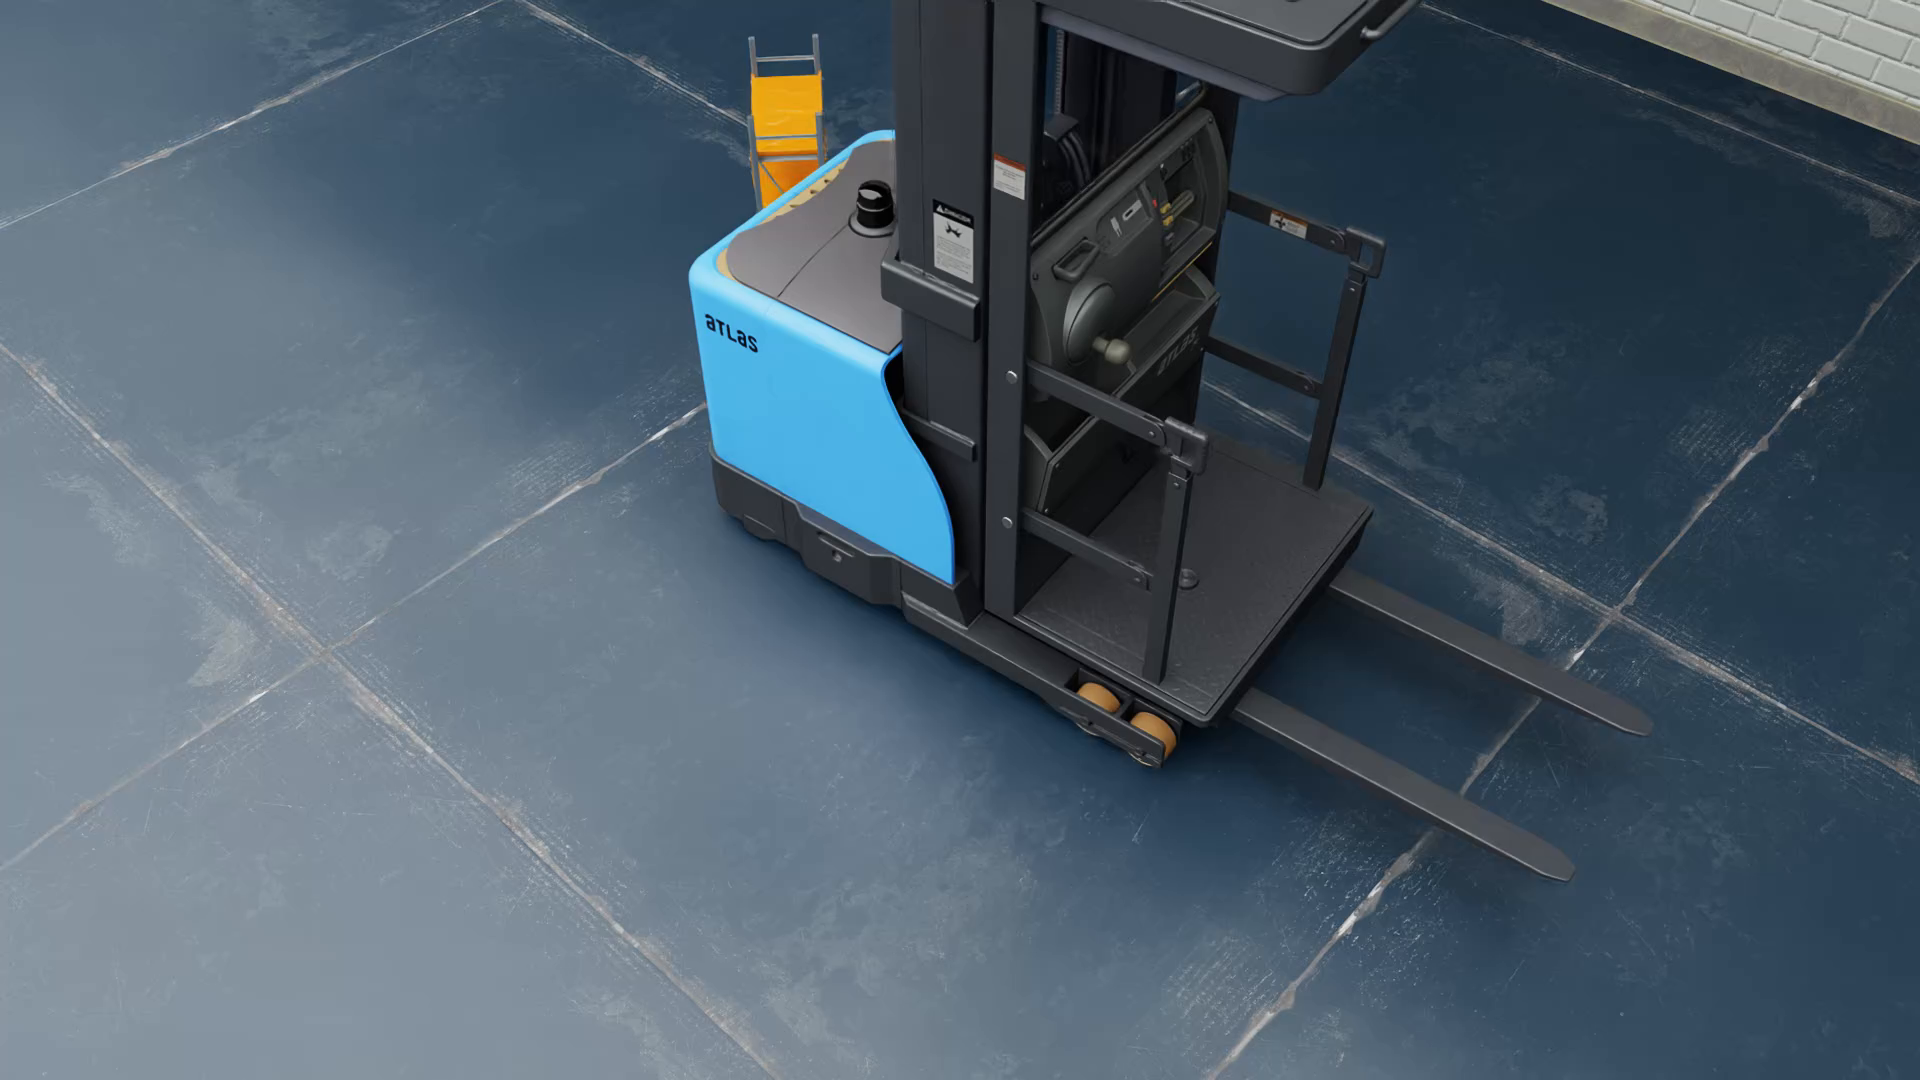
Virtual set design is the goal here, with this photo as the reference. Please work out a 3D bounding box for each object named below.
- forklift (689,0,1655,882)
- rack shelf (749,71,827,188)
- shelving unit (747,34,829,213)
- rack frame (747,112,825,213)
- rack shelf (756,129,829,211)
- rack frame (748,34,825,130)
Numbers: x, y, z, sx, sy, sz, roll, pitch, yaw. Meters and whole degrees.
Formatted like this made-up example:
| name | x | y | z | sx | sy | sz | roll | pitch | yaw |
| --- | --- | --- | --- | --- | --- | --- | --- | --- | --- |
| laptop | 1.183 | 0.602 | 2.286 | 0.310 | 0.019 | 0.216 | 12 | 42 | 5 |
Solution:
| name | x | y | z | sx | sy | sz | roll | pitch | yaw |
| --- | --- | --- | --- | --- | --- | --- | --- | --- | --- |
| forklift | 0.642 | -0.757 | 4.450 | 3.031 | 2.935 | 1.130 | 28 | 53 | 24 |
| rack shelf | -0.590 | -1.416 | 5.717 | 0.258 | 0.148 | 0.480 | -3 | 47 | -3 |
| shelving unit | -0.590 | -1.147 | 6.004 | 0.258 | 1.200 | 0.503 | -3 | 47 | -3 |
| rack frame | -0.571 | -0.969 | 5.837 | 0.240 | 1.200 | 0.015 | -3 | 47 | -3 |
| rack shelf | -0.590 | -1.254 | 5.890 | 0.258 | 0.148 | 0.480 | -3 | 47 | -3 |
| rack frame | -0.609 | -1.324 | 6.170 | 0.240 | 1.200 | 0.015 | -3 | 47 | -3 |
